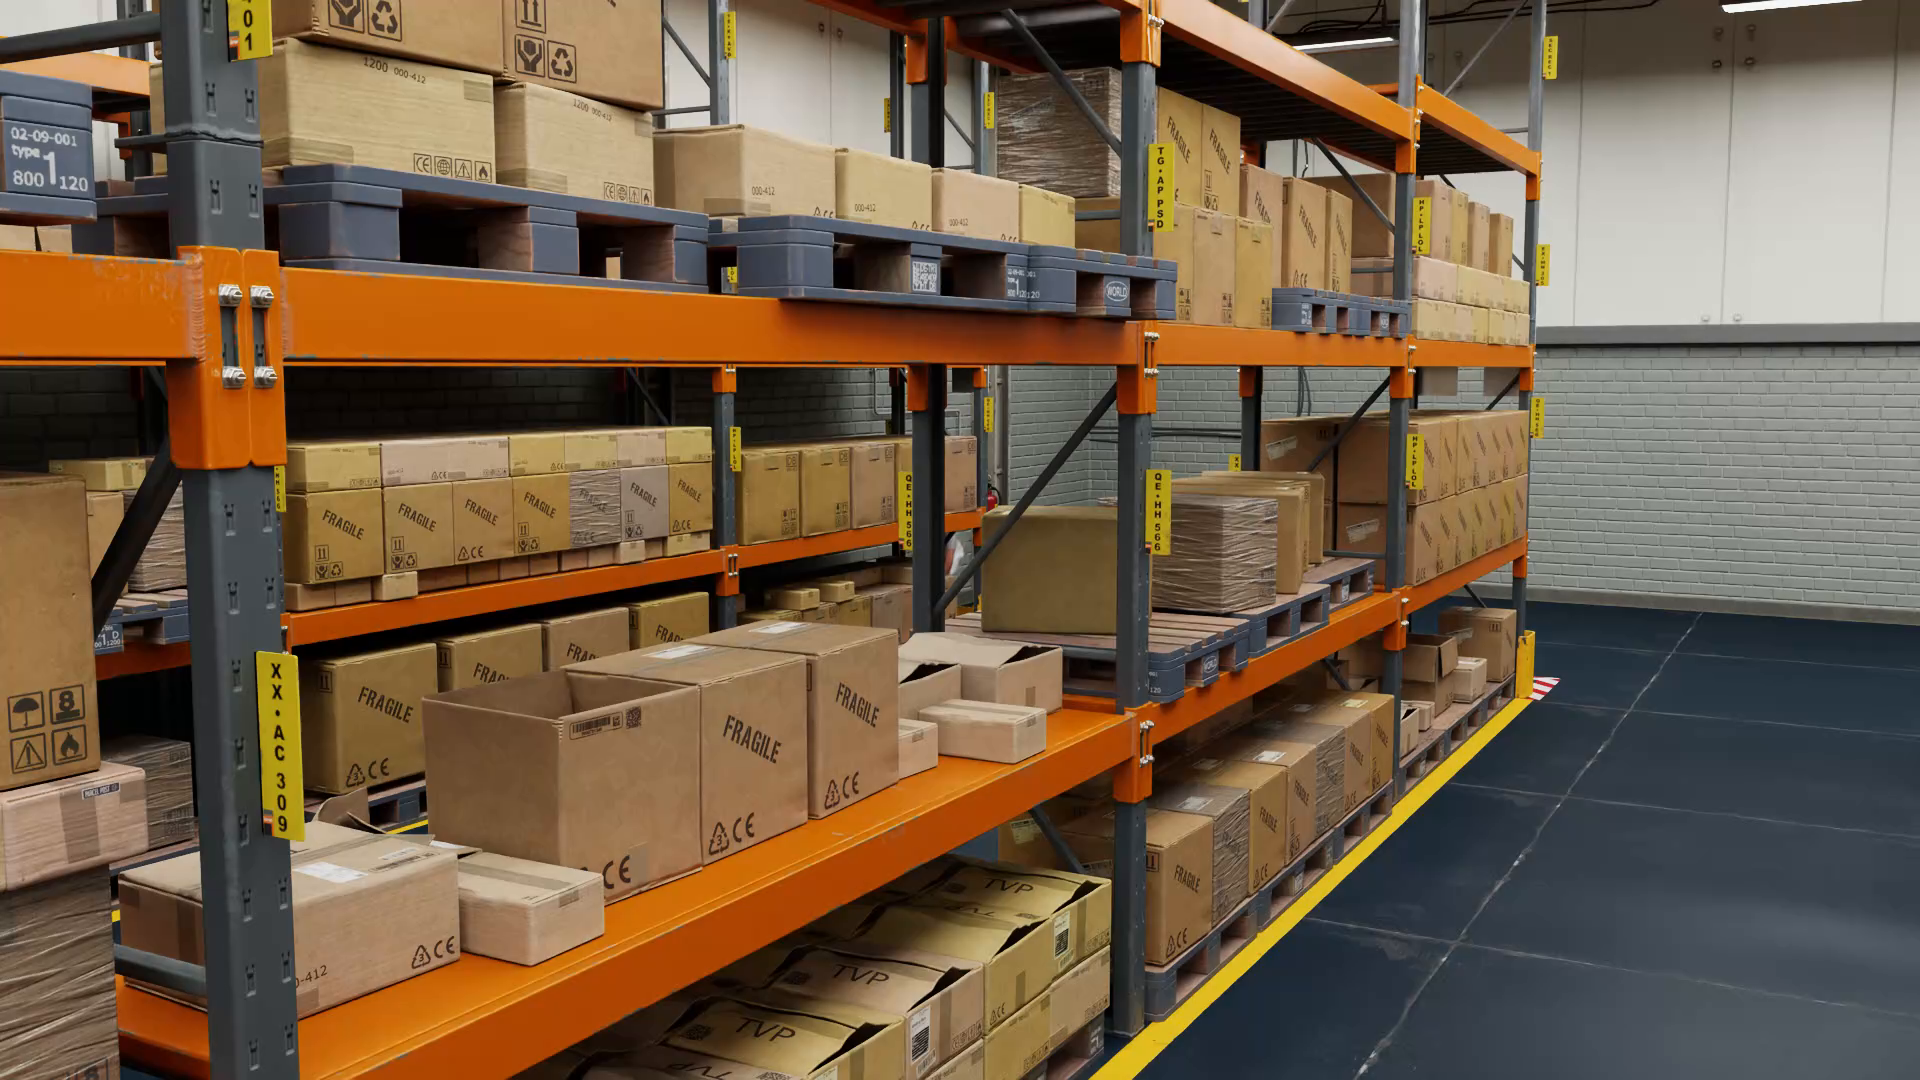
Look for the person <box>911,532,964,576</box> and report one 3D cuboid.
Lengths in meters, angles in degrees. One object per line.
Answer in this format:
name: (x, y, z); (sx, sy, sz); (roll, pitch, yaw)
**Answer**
person: (-0.250, 0.237, 17.685); (0.584, 1.172, 0.852); (3, 7, 29)
